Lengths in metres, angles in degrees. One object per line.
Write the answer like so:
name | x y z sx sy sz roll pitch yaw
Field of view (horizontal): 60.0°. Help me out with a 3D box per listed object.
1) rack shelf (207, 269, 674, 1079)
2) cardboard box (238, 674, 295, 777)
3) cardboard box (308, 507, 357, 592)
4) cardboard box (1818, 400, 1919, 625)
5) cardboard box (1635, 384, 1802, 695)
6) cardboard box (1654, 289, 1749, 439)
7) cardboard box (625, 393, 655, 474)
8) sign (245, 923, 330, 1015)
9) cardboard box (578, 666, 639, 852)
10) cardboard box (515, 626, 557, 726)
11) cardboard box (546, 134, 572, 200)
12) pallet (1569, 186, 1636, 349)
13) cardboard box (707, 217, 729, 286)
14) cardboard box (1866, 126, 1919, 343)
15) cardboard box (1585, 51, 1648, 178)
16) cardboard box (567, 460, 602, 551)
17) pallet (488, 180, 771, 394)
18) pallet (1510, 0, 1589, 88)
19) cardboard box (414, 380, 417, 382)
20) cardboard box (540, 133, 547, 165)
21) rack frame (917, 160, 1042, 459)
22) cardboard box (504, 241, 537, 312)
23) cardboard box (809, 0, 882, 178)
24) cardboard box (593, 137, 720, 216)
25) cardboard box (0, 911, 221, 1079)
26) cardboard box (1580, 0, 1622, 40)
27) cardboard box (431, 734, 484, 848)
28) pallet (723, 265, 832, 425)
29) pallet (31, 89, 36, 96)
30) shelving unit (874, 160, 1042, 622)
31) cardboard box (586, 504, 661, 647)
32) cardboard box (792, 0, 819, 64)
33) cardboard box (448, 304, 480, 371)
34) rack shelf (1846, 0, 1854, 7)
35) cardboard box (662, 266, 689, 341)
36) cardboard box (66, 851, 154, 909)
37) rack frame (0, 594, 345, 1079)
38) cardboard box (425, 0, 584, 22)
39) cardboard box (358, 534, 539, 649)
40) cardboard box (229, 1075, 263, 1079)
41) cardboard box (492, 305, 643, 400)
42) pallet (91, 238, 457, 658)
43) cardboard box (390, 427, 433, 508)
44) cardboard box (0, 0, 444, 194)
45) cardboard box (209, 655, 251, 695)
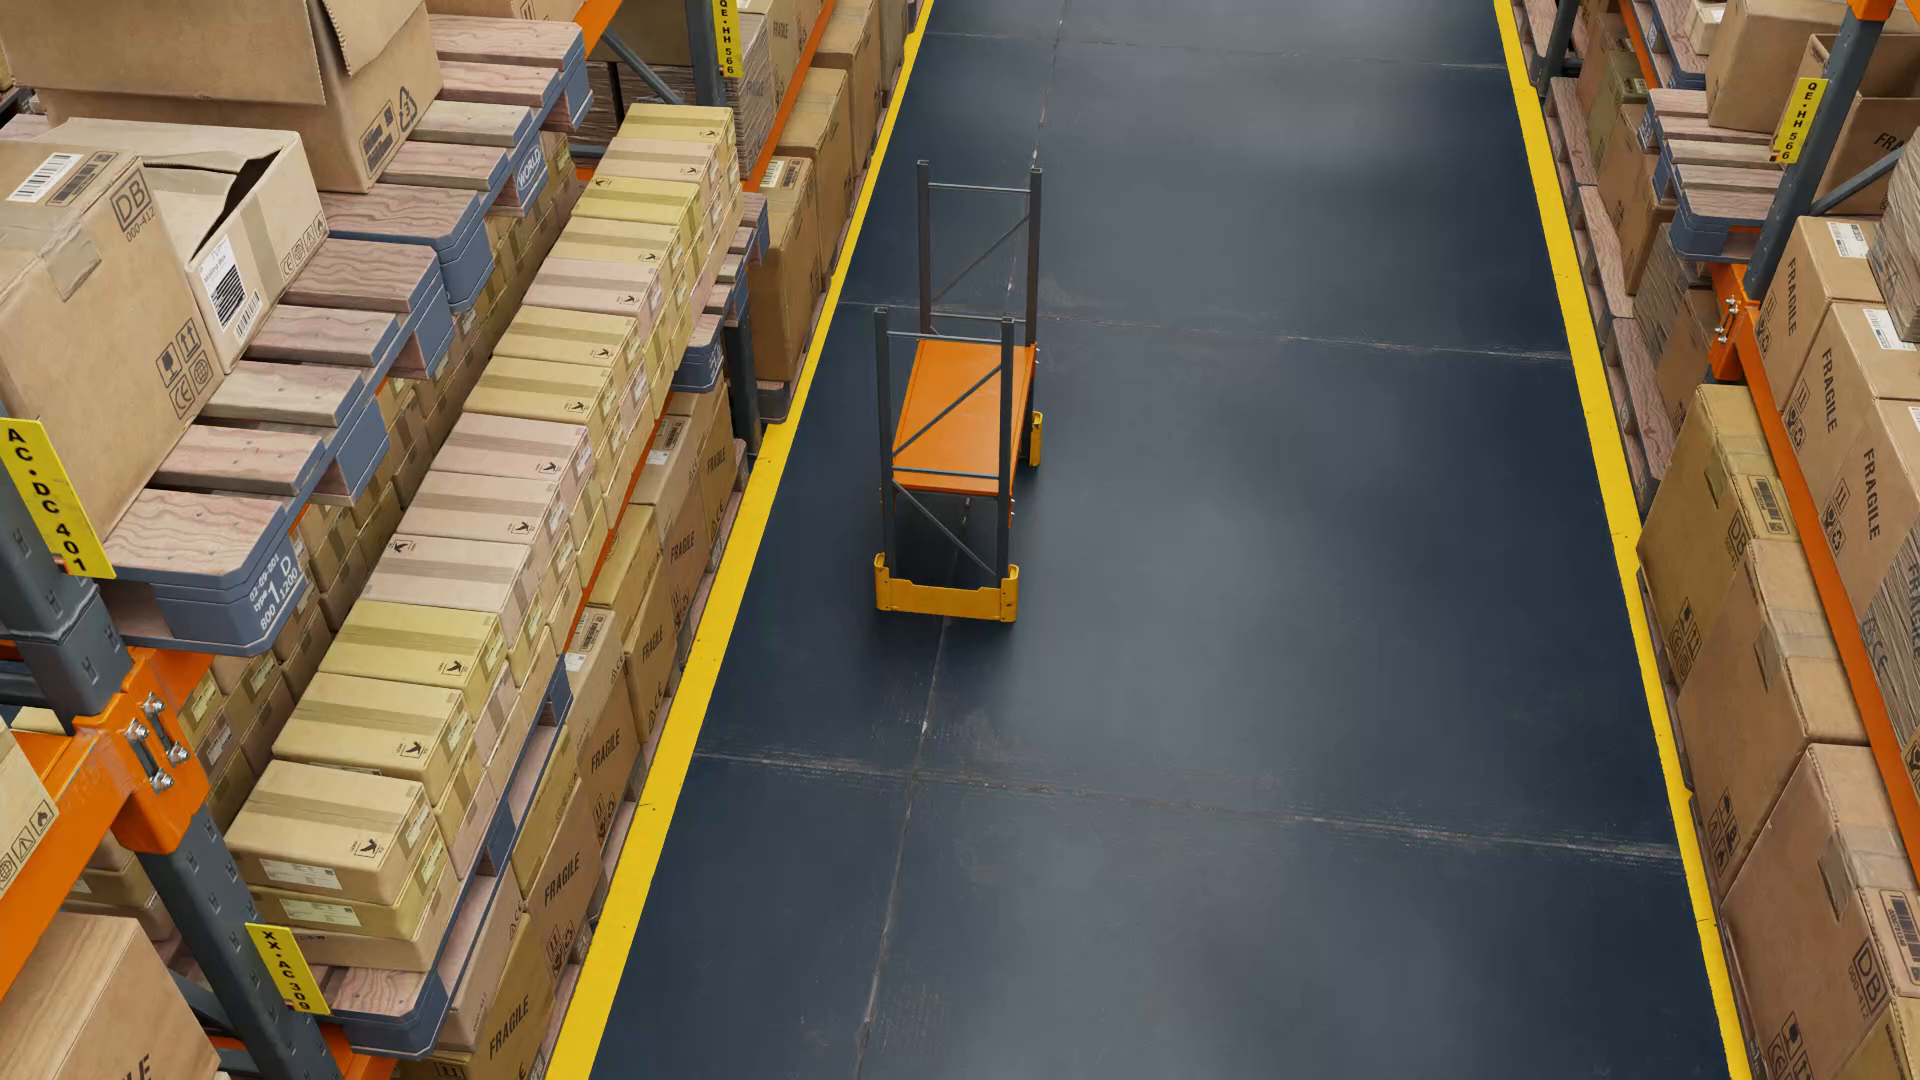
rack shelf | -1.685 0.070 5.517 1.077 0.370 4.000 5 44 6
cardboard box | -2.024 0.475 4.444 0.380 0.149 0.250 5 44 5
cardboard box | -1.955 0.001 4.728 0.380 0.149 0.250 3 44 3
cardboard box | 3.019 -0.063 5.062 0.500 0.500 0.500 5 44 5
cardboard box | 3.371 0.053 6.252 1.225 0.875 0.875 3 44 4
cardboard box | 3.552 -0.745 7.353 0.700 0.500 0.500 3 44 3
cardboard box | -1.205 -0.364 5.330 0.380 0.149 0.250 6 44 7
sign | -1.410 0.902 3.486 0.100 0.325 0.005 5 44 6
cardboard box | -1.464 0.729 5.811 0.500 0.500 0.500 6 44 6
cardboard box | -1.339 0.354 4.572 0.380 0.149 0.250 6 44 6
cardboard box | -1.683 -1.412 6.221 0.380 0.149 0.250 7 44 7
pallet | 3.751 -1.383 8.557 1.003 0.211 1.213 5 44 6
cardboard box | -1.064 -1.068 6.074 0.380 0.149 0.250 5 44 5
cardboard box | 3.370 -0.938 5.257 0.797 0.503 0.637 7 44 7
cardboard box | 3.827 -2.273 8.967 0.700 0.500 0.500 5 44 5
cardboard box | -1.272 -0.119 4.855 0.380 0.149 0.250 5 44 5
pallet | -1.409 -0.989 6.252 1.213 0.211 1.003 5 44 6
pallet | 4.065 -3.209 10.485 1.003 0.211 1.213 5 44 6
cardboard box | -1.845 -0.638 5.187 0.380 0.149 0.250 6 44 7
cardboard box | -1.706 -1.351 5.939 0.380 0.149 0.250 4 44 4
rack frame | 0.078 -0.949 7.162 0.500 1.500 0.032 5 44 6
cardboard box | -1.750 -0.962 5.962 0.380 0.149 0.250 7 44 8
cardboard box | -1.016 -2.527 9.068 1.050 0.750 0.750 5 44 6
cardboard box | -1.066 -1.285 5.870 0.380 0.149 0.250 5 44 5
cardboard box | -1.743 1.010 2.986 0.500 0.500 0.500 4 44 4
cardboard box | 4.104 -3.274 10.039 0.500 0.500 0.500 4 44 4
cardboard box | -1.409 0.599 4.096 0.380 0.149 0.250 4 44 5
pallet | -1.241 -1.072 8.229 1.003 0.211 1.213 5 44 6
pallet | -5.913 -3.118 10.389 1.003 0.211 1.213 5 44 6
shelving unit | 0.010 -0.597 6.789 0.587 1.500 1.083 5 44 6
cardboard box | -1.389 0.109 5.921 0.500 0.250 0.500 6 44 6
cardboard box | -0.962 -2.562 7.702 0.500 0.500 0.500 5 44 5
cardboard box | -1.816 -0.703 5.472 0.380 0.149 0.250 5 44 6
rack shelf | 3.747 -3.225 6.816 1.077 0.370 4.000 5 44 6
cardboard box | -1.134 -0.813 5.588 0.380 0.149 0.250 5 44 6
cardboard box | -2.092 0.714 3.976 0.380 0.149 0.250 6 44 7
rack frame | -1.949 1.172 3.831 1.000 3.000 0.127 5 44 6
cardboard box | -1.367 -1.585 4.488 0.500 0.500 0.500 5 44 6
cardboard box | -1.338 0.133 4.372 0.380 0.149 0.250 5 44 5
cardboard box | -2.101 1.400 5.103 0.500 0.500 0.500 4 44 5
cardboard box | -1.204 -0.575 5.120 0.380 0.149 0.250 7 44 8
pallet | -1.762 -0.260 3.298 1.213 0.211 1.003 5 44 6
cardboard box | -1.888 -0.248 5.207 0.380 0.149 0.250 4 44 4
cardboard box | -1.615 -1.148 3.719 0.797 0.503 0.637 5 44 5
cardboard box | -2.019 0.244 4.255 0.380 0.149 0.250 4 44 4
